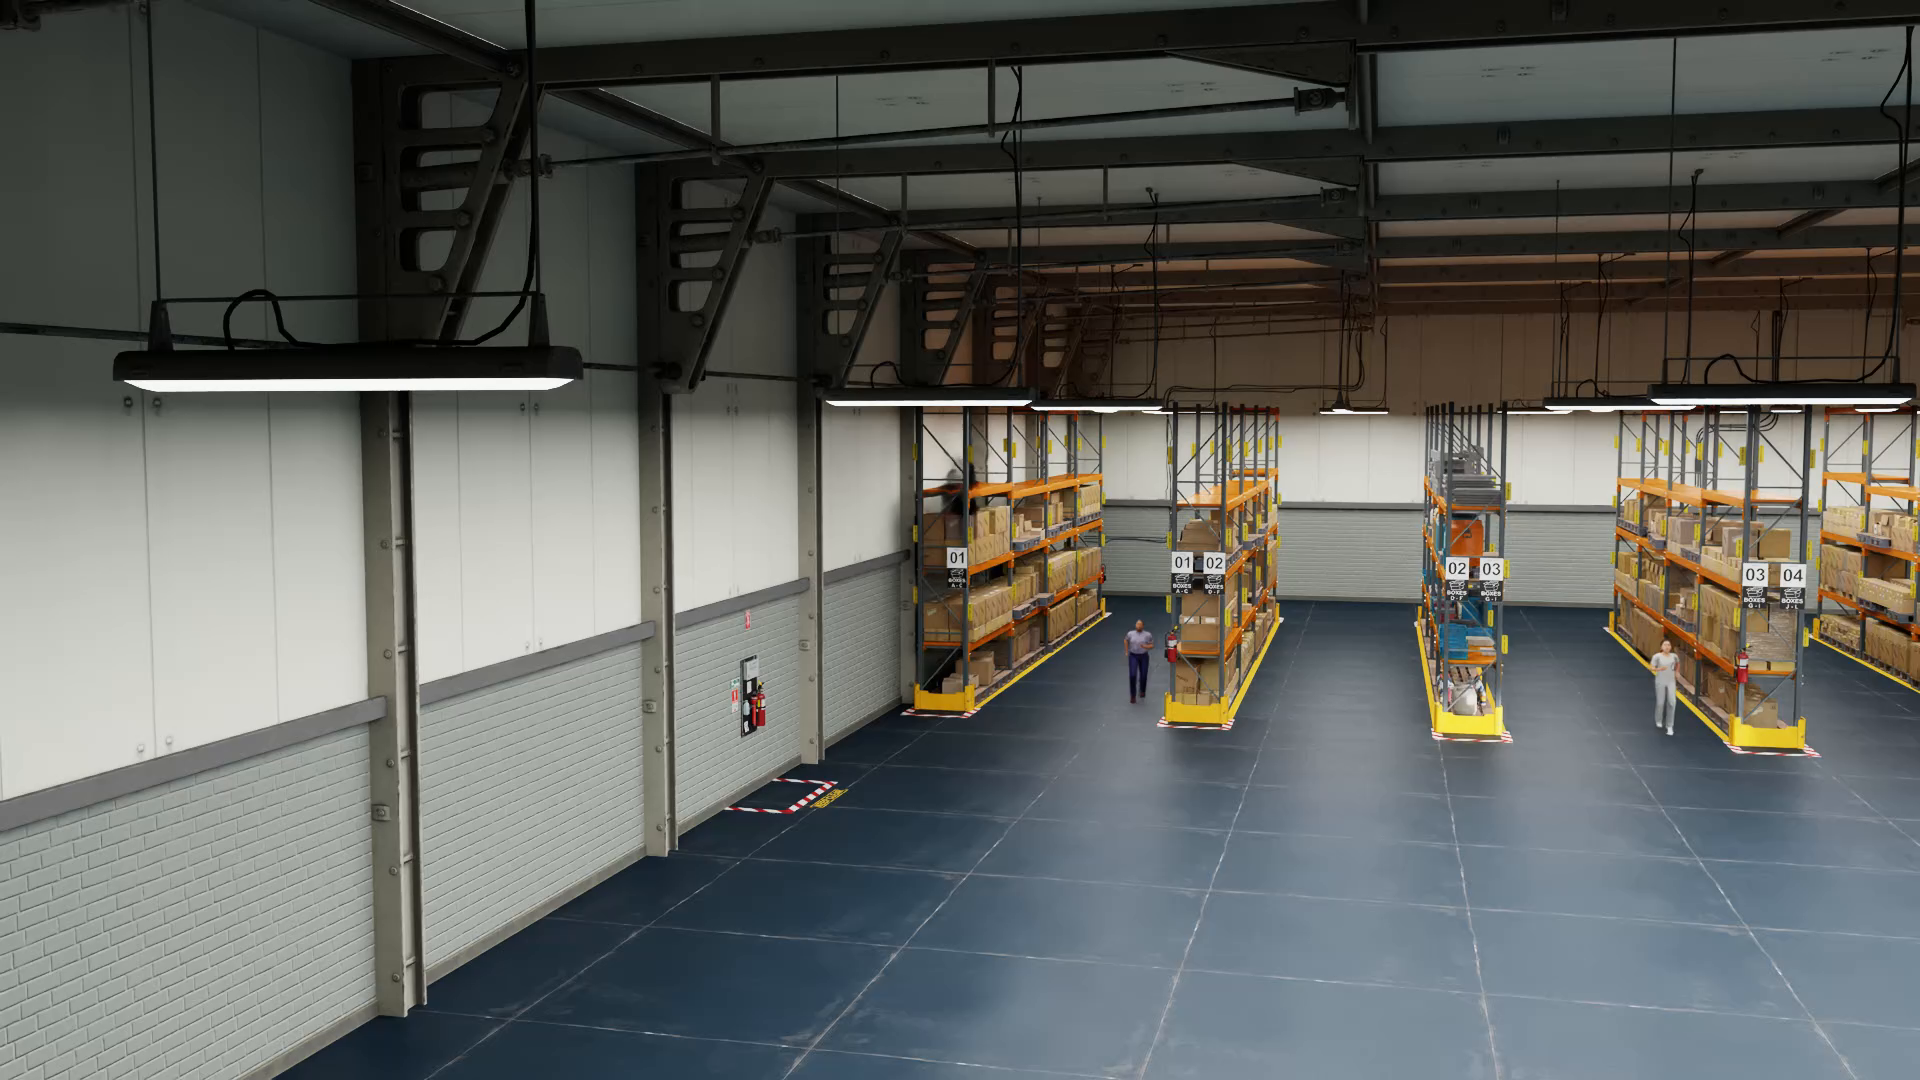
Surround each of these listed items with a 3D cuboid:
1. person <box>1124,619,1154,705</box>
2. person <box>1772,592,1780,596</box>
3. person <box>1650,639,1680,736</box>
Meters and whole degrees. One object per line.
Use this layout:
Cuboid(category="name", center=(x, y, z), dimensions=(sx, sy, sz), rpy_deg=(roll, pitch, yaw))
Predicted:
Cuboid(category="person", center=(3.598, 2.436, 33.434), dimensions=(0.579, 1.711, 0.747), rpy_deg=(0, 4, 5))
Cuboid(category="person", center=(21.552, 1.706, 43.866), dimensions=(0.745, 1.580, 0.574), rpy_deg=(-2, 5, -21))
Cuboid(category="person", center=(12.813, 2.645, 30.217), dimensions=(0.552, 1.716, 0.758), rpy_deg=(1, 4, 13))
